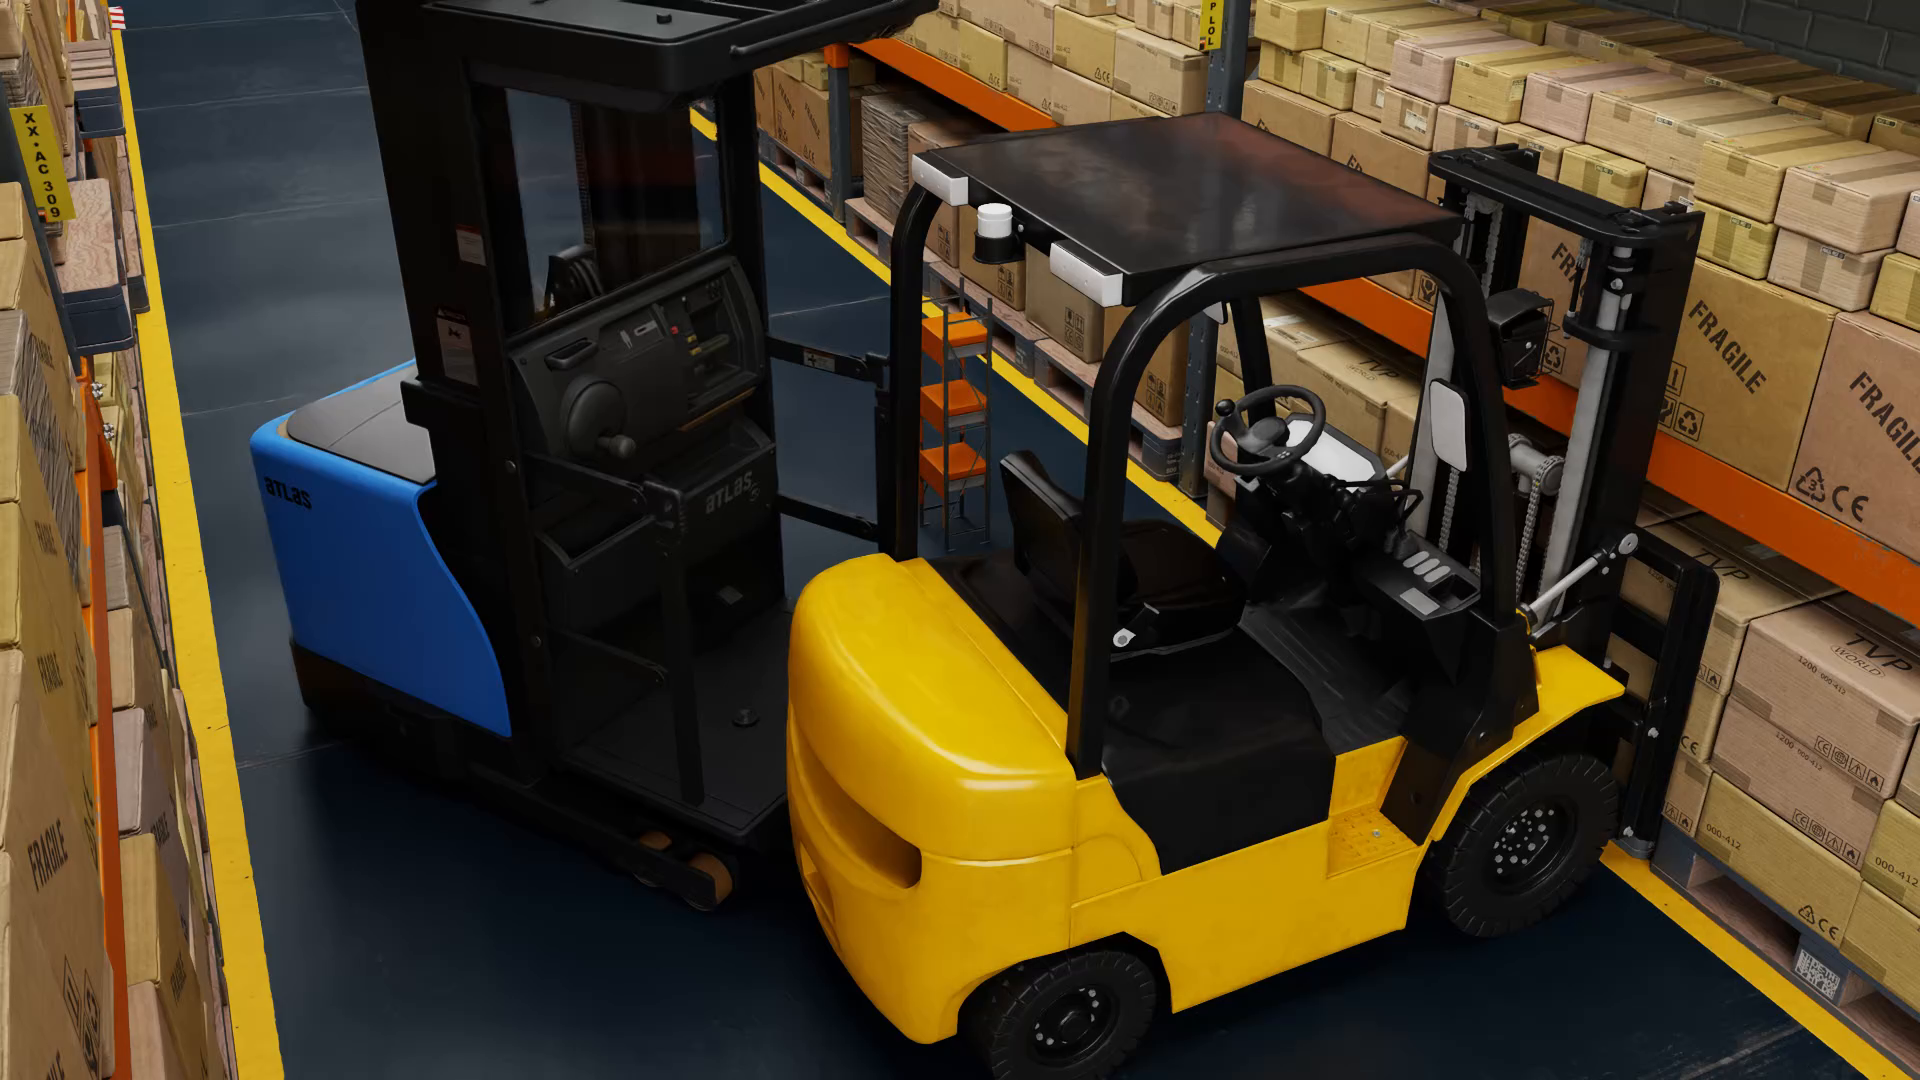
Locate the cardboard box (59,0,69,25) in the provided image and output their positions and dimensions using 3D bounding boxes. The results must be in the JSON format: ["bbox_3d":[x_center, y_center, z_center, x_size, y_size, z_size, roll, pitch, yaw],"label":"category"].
[{"bbox_3d":[-5.227,-2.988,9.165,0.500,0.250,0.500,-12,31,-20],"label":"cardboard box"}]

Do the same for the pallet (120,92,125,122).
[{"bbox_3d":[-6.760,-3.231,12.296,1.003,0.211,1.213,-13,32,-22],"label":"pallet"}]

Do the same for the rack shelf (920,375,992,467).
[{"bbox_3d":[-0.023,-0.472,6.541,0.215,0.259,0.240,-13,32,-22],"label":"rack shelf"}]

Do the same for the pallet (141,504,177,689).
[{"bbox_3d":[-3.406,0.312,5.979,1.003,0.211,1.213,-13,32,-22],"label":"pallet"}]

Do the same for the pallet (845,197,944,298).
[{"bbox_3d":[0.012,-1.784,9.715,1.003,0.211,1.213,-13,32,-22],"label":"pallet"}]

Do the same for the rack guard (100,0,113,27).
[{"bbox_3d":[-8.232,-4.782,14.767,1.175,0.500,0.348,-13,32,-22],"label":"rack guard"}]

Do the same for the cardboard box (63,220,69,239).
[{"bbox_3d":[-3.121,-1.057,5.396,0.380,0.149,0.250,-12,32,-21],"label":"cardboard box"}]

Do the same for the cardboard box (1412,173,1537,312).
[{"bbox_3d":[1.823,-0.948,5.271,0.500,0.500,0.500,-13,32,-22],"label":"cardboard box"}]

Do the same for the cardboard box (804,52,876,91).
[{"bbox_3d":[-0.747,-2.913,10.341,0.380,0.149,0.250,-15,32,-24],"label":"cardboard box"}]

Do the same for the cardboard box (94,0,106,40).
[{"bbox_3d":[-7.448,-4.255,13.461,0.875,0.438,0.875,-12,32,-21],"label":"cardboard box"}]

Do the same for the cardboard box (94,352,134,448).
[{"bbox_3d":[-3.909,-0.453,6.748,0.950,0.372,0.625,-12,31,-20],"label":"cardboard box"}]

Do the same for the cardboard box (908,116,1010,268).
[{"bbox_3d":[0.237,-1.954,9.166,0.875,0.625,0.625,-12,31,-20],"label":"cardboard box"}]

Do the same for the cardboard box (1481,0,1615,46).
[{"bbox_3d":[2.017,-1.750,5.735,0.380,0.149,0.250,-13,32,-22],"label":"cardboard box"}]

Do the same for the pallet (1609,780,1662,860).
[{"bbox_3d":[2.242,0.511,5.623,1.003,0.211,1.213,-13,32,-22],"label":"pallet"}]

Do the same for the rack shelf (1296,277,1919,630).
[{"bbox_3d":[2.270,-0.408,5.146,1.077,0.370,4.000,-13,32,-22],"label":"rack shelf"}]

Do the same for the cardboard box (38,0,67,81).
[{"bbox_3d":[-3.892,-2.093,6.581,0.500,0.500,0.500,-15,33,-25],"label":"cardboard box"}]

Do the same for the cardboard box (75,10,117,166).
[{"bbox_3d":[-5.771,-2.697,10.236,0.875,0.875,0.875,-12,31,-21],"label":"cardboard box"}]

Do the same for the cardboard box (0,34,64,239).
[{"bbox_3d":[-3.012,-1.185,4.961,0.500,0.500,0.500,-12,32,-21],"label":"cardboard box"}]

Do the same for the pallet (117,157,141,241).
[{"bbox_3d":[-5.578,-2.014,10.126,1.003,0.211,1.213,-13,32,-22],"label":"pallet"}]

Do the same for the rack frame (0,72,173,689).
[{"bbox_3d":[-3.070,-0.561,4.684,1.000,3.000,0.127,-13,32,-22],"label":"rack frame"}]

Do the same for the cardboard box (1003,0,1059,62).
[{"bbox_3d":[0.528,-2.374,7.558,0.500,0.250,0.500,-12,32,-21],"label":"cardboard box"}]

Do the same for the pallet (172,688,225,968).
[{"bbox_3d":[-2.750,0.944,4.850,1.003,0.211,1.213,-13,32,-22],"label":"pallet"}]

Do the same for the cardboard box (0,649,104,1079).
[{"bbox_3d":[-1.531,0.537,2.319,0.500,0.500,0.500,-12,31,-20],"label":"cardboard box"}]

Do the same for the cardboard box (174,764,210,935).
[{"bbox_3d":[-2.336,0.893,4.473,0.500,0.250,0.500,-14,32,-23],"label":"cardboard box"}]

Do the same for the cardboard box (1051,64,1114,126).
[{"bbox_3d":[0.738,-1.928,7.275,0.500,0.250,0.500,-13,32,-22],"label":"cardboard box"}]

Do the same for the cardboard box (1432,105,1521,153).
[{"bbox_3d":[1.710,-1.271,5.185,0.380,0.149,0.250,-13,32,-22],"label":"cardboard box"}]

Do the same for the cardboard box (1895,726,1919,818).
[{"bbox_3d":[2.649,0.604,3.966,0.500,0.250,0.500,-12,31,-20],"label":"cardboard box"}]

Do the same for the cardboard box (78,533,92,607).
[{"bbox_3d":[-2.218,0.075,3.807,0.380,0.149,0.250,-14,32,-23],"label":"cardboard box"}]

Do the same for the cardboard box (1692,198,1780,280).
[{"bbox_3d":[2.154,-0.820,4.381,0.380,0.149,0.250,-13,32,-22],"label":"cardboard box"}]

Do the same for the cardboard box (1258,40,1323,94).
[{"bbox_3d":[1.310,-1.736,6.013,0.380,0.149,0.250,-14,32,-23],"label":"cardboard box"}]

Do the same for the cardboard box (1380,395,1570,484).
[{"bbox_3d":[1.770,-0.300,5.578,0.500,0.250,0.500,-12,31,-20],"label":"cardboard box"}]

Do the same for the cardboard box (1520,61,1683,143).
[{"bbox_3d":[1.905,-1.306,4.942,0.380,0.149,0.250,-13,32,-22],"label":"cardboard box"}]

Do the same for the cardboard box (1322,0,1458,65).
[{"bbox_3d":[1.490,-1.765,5.762,0.380,0.149,0.250,-13,32,-21],"label":"cardboard box"}]

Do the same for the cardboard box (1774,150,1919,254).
[{"bbox_3d":[2.262,-0.838,4.108,0.380,0.149,0.250,-12,32,-21],"label":"cardboard box"}]

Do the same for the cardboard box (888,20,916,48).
[{"bbox_3d":[-0.125,-2.836,8.894,0.500,0.250,0.500,-14,32,-23],"label":"cardboard box"}]

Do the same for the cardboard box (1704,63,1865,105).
[{"bbox_3d":[2.422,-1.293,4.919,0.380,0.149,0.250,-12,31,-21],"label":"cardboard box"}]

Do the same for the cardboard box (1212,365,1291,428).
[{"bbox_3d":[1.340,-0.528,6.496,0.500,0.250,0.500,-13,32,-22],"label":"cardboard box"}]

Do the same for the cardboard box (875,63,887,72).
[{"bbox_3d":[-0.427,-2.931,11.036,0.500,0.500,0.500,-13,32,-22],"label":"cardboard box"}]

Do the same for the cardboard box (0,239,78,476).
[{"bbox_3d":[-2.428,-0.364,3.927,0.500,0.500,0.500,-12,31,-20],"label":"cardboard box"}]

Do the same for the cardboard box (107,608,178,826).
[{"bbox_3d":[-2.354,0.557,4.305,0.500,0.500,0.500,-12,32,-21],"label":"cardboard box"}]

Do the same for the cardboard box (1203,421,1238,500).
[{"bbox_3d":[1.320,-0.306,6.610,0.500,0.250,0.500,-13,32,-21],"label":"cardboard box"}]

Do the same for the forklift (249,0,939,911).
[{"bbox_3d":[-0.714,-0.500,4.644,3.031,2.935,1.130,17,34,28],"label":"forklift"}]

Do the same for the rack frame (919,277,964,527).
[{"bbox_3d":[-0.075,-0.535,6.631,0.200,1.050,0.008,-13,32,-22],"label":"rack frame"}]

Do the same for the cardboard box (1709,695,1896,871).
[{"bbox_3d":[2.432,0.587,4.507,0.500,0.250,0.500,-13,32,-22],"label":"cardboard box"}]

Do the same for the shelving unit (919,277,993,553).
[{"bbox_3d":[-0.023,-0.482,6.535,0.215,1.050,0.252,-13,32,-22],"label":"shelving unit"}]

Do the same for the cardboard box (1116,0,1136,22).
[{"bbox_3d":[0.879,-2.265,6.957,0.380,0.149,0.250,-13,32,-22],"label":"cardboard box"}]

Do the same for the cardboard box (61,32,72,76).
[{"bbox_3d":[-4.105,-2.101,7.258,0.380,0.149,0.250,-13,32,-22],"label":"cardboard box"}]
